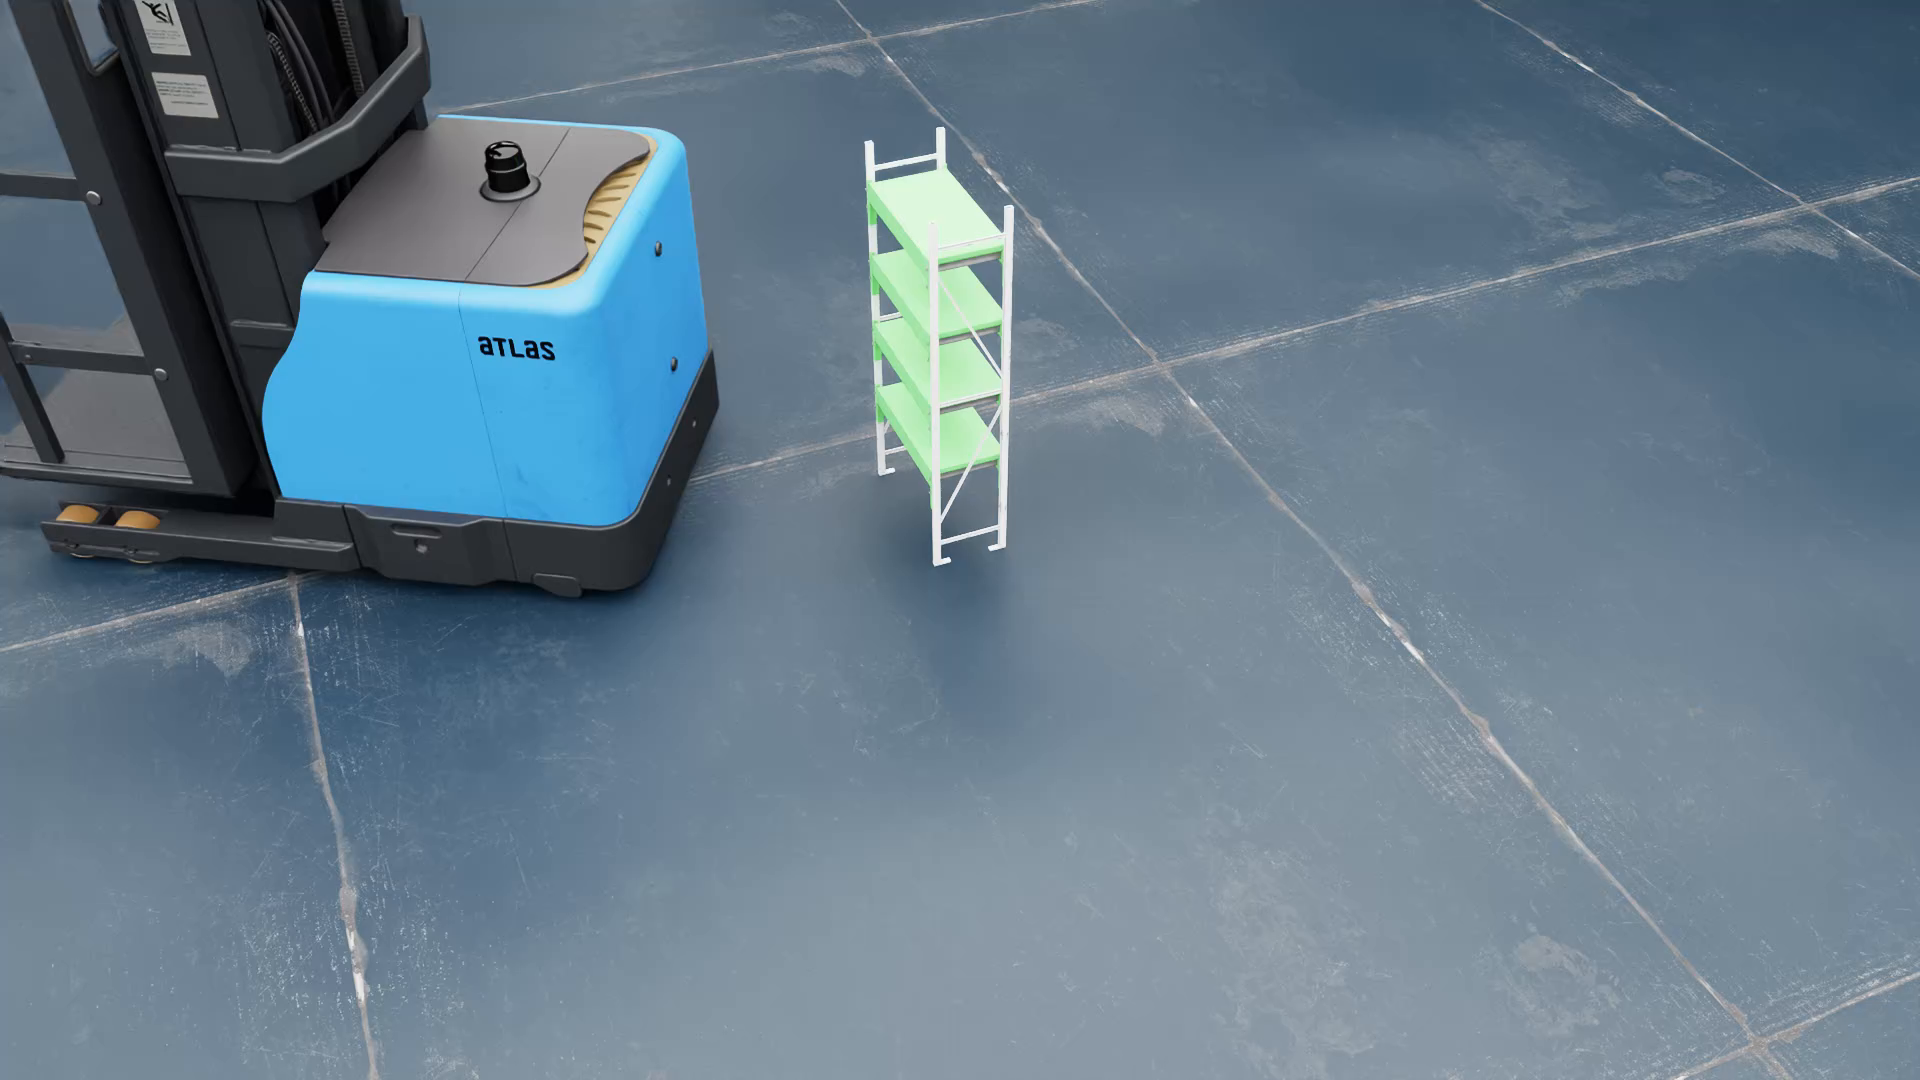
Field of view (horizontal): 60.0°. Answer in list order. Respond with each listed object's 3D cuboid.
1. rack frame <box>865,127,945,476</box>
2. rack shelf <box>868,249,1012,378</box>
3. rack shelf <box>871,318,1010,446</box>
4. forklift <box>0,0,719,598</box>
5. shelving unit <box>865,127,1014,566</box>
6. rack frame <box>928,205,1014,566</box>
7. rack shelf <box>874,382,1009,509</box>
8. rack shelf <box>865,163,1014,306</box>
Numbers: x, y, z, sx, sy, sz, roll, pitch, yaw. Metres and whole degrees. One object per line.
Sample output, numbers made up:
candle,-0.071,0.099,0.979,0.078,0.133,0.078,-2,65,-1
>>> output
rack frame,-0.157,-0.702,5.146,0.240,1.200,0.015,-15,43,-17
rack shelf,-0.063,-0.688,4.860,0.258,0.148,0.480,-15,43,-17
rack shelf,-0.063,-0.506,5.016,0.258,0.148,0.480,-15,43,-17
forklift,-2.380,-1.373,4.599,3.031,2.935,1.130,5,41,6
shelving unit,-0.063,-0.555,4.975,0.258,1.200,0.503,-15,43,-17
rack frame,0.030,-0.408,4.804,0.240,1.200,0.015,-15,43,-17
rack shelf,-0.063,-0.324,5.173,0.258,0.148,0.480,-15,43,-17
rack shelf,-0.063,-0.870,4.703,0.258,0.148,0.480,-15,43,-17
